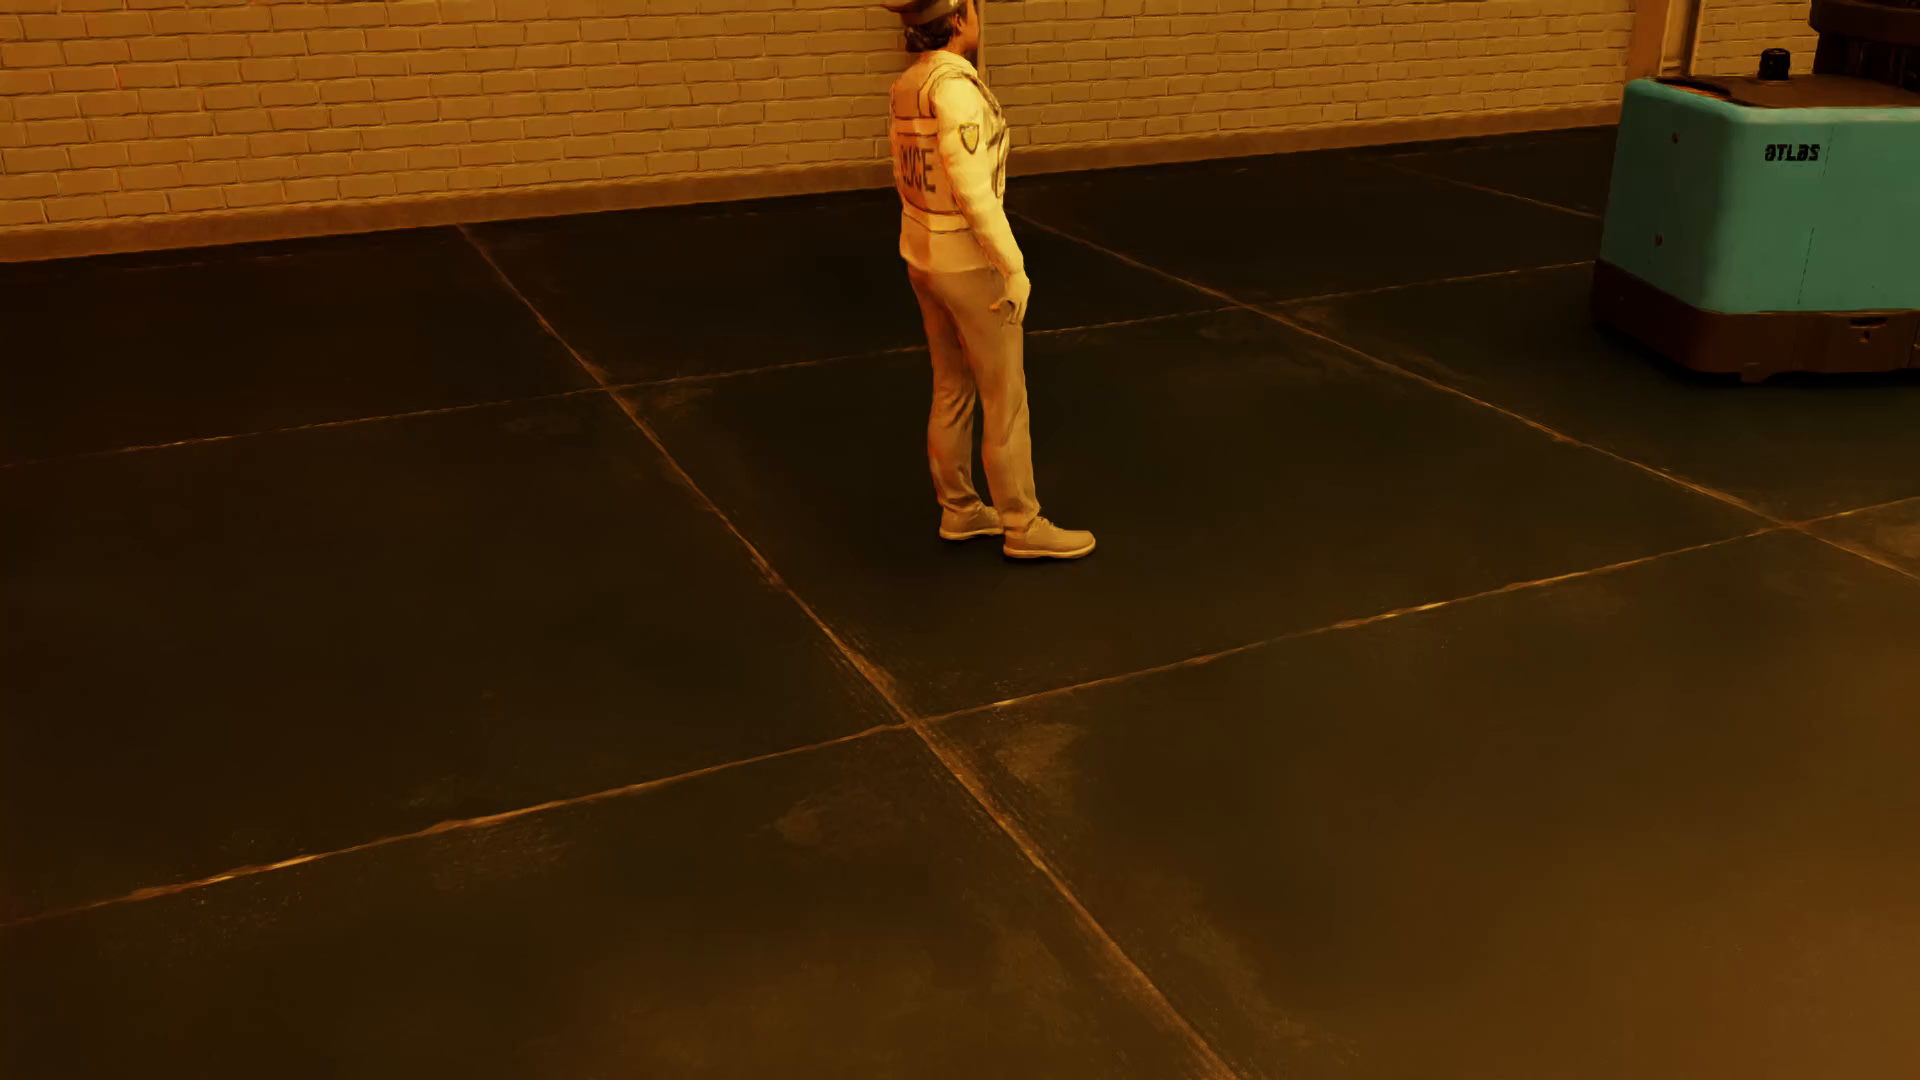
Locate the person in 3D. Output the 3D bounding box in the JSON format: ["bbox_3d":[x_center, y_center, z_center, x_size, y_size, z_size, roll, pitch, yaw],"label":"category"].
[{"bbox_3d":[0.064,-0.798,4.799,0.533,1.695,0.586,-10,25,-23],"label":"person"}]

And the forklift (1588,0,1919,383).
[{"bbox_3d":[4.326,-2.184,6.543,3.031,2.935,1.130,-2,23,-5],"label":"forklift"}]
